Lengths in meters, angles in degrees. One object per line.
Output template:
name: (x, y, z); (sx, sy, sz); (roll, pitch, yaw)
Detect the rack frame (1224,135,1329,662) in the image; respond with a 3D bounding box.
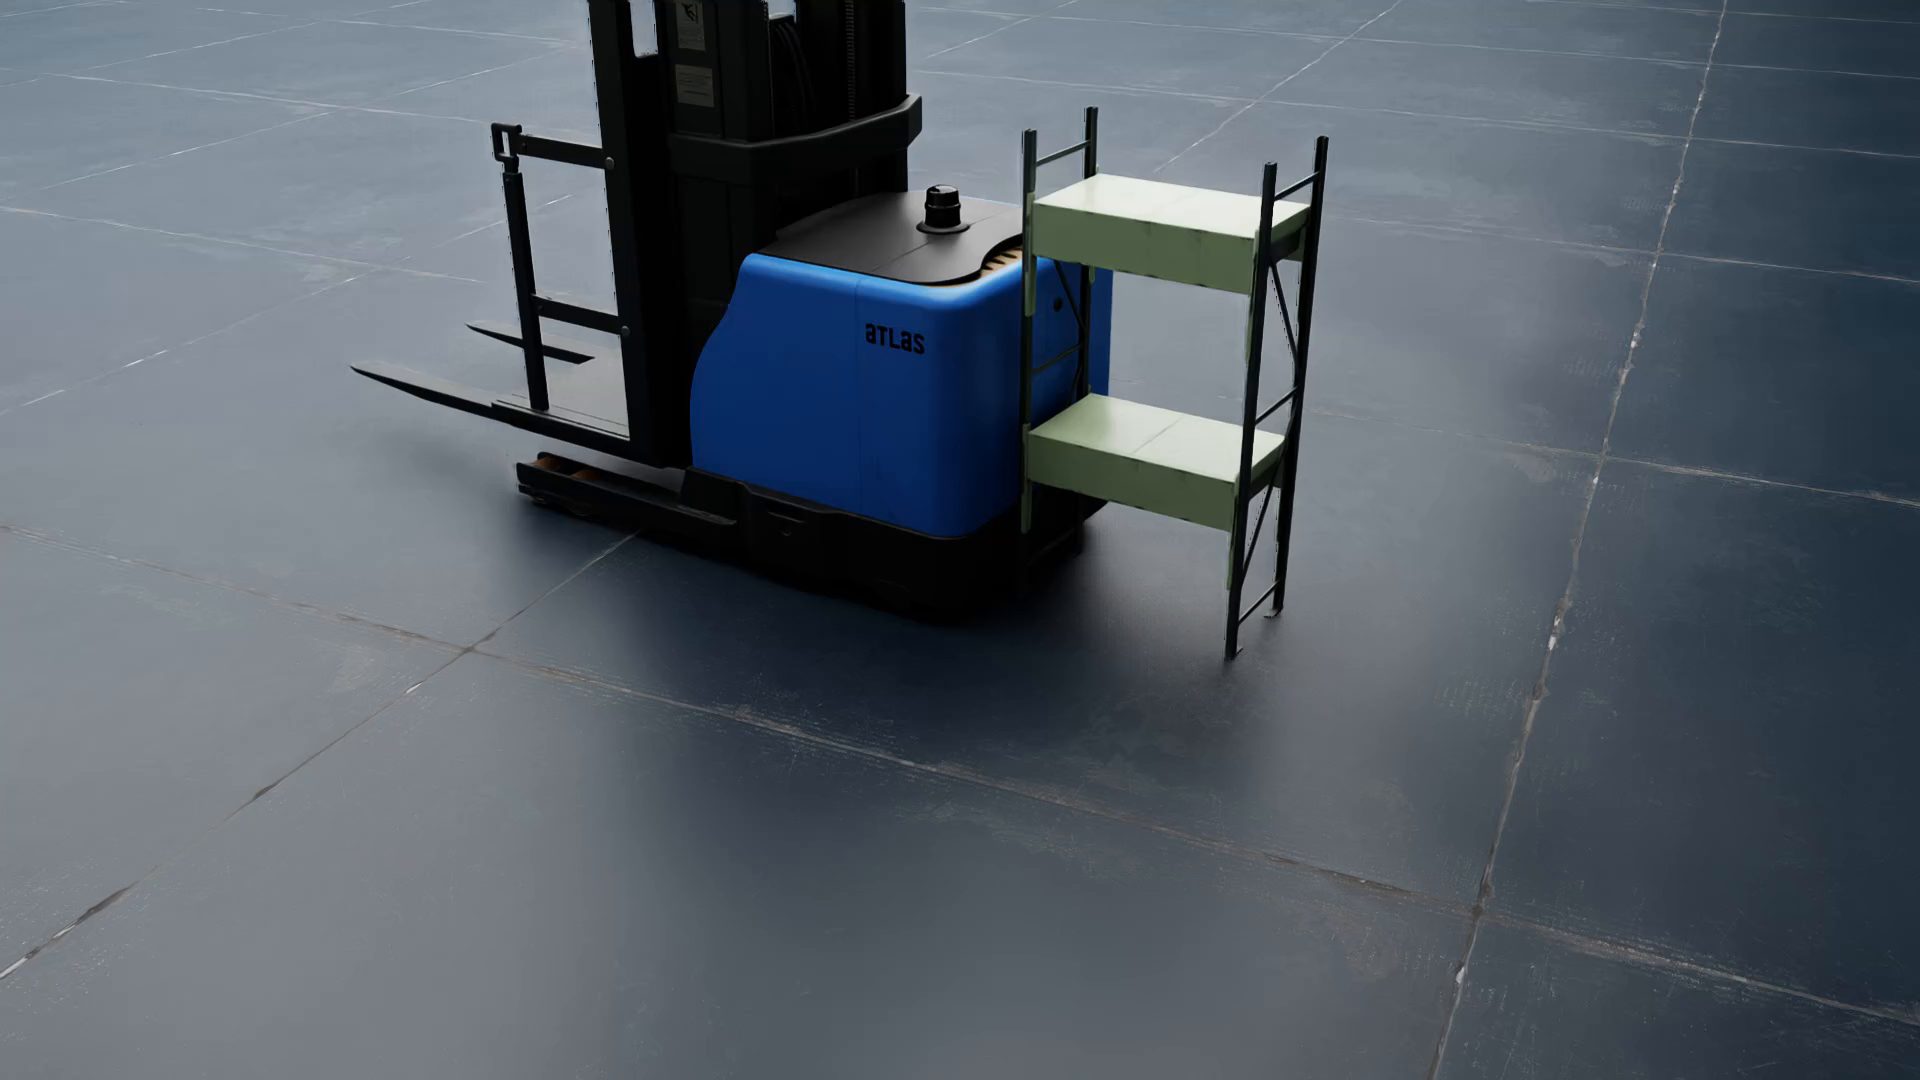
rack frame: (0.914, -0.384, 4.831); (0.023, 1.500, 0.400); (16, 30, 29)

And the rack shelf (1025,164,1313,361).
rack shelf: (0.606, -0.821, 4.836); (0.720, 0.370, 0.431); (16, 30, 29)

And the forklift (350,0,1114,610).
forklift: (-0.993, -1.576, 5.633); (3.031, 2.935, 1.130); (16, 30, 29)

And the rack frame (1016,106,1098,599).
rack frame: (0.298, -0.558, 5.186); (0.023, 1.500, 0.400); (16, 30, 29)

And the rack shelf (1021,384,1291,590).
rack shelf: (0.606, -0.179, 5.153); (0.720, 0.370, 0.431); (16, 30, 29)

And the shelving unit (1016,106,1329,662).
shelving unit: (0.606, -0.471, 5.009); (0.755, 1.500, 0.431); (16, 30, 29)
